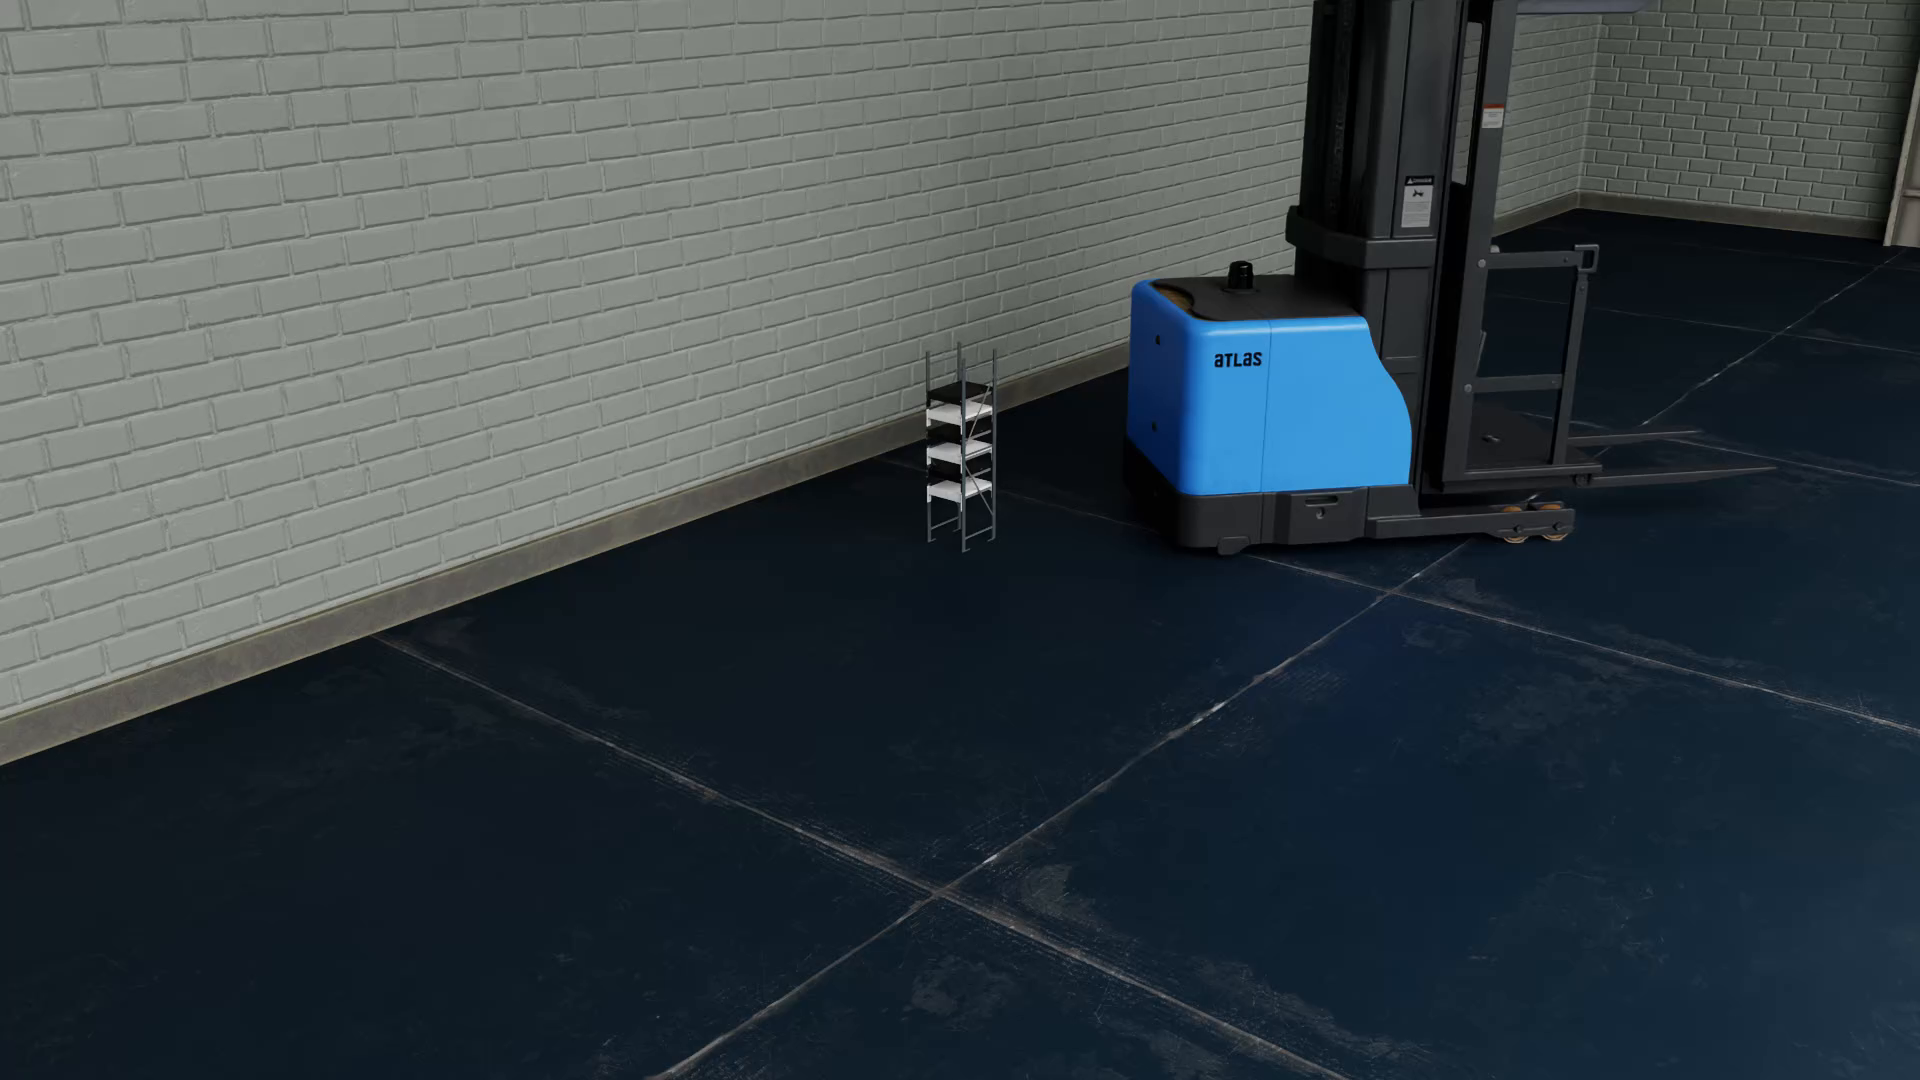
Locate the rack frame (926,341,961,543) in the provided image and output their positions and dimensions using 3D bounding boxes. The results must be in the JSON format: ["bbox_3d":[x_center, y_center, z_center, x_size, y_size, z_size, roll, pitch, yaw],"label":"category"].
[{"bbox_3d":[-0.072,-0.442,7.565,0.006,0.900,0.240,16,26,36],"label":"rack frame"}]

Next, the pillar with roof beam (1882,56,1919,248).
[{"bbox_3d":[5.552,-5.594,9.750,0.400,9.000,9.100,16,26,36],"label":"pillar with roof beam"}]

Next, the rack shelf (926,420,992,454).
[{"bbox_3d":[0.006,-0.472,7.485,0.200,0.077,0.258,16,26,36],"label":"rack shelf"}]

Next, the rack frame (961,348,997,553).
[{"bbox_3d":[0.085,-0.397,7.444,0.006,0.900,0.240,16,26,36],"label":"rack frame"}]

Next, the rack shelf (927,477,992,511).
[{"bbox_3d":[0.006,-0.220,7.580,0.200,0.077,0.258,16,26,36],"label":"rack shelf"}]

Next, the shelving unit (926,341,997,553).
[{"bbox_3d":[0.006,-0.419,7.505,0.210,0.900,0.258,16,26,36],"label":"shelving unit"}]

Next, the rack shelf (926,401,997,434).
[{"bbox_3d":[0.006,-0.556,7.453,0.200,0.077,0.258,16,26,36],"label":"rack shelf"}]

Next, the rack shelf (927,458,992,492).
[{"bbox_3d":[0.006,-0.304,7.548,0.200,0.077,0.258,16,26,36],"label":"rack shelf"}]

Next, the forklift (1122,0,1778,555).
[{"bbox_3d":[2.369,-1.536,7.587,3.031,2.935,1.130,-3,21,-9],"label":"forklift"}]

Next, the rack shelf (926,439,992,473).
[{"bbox_3d":[0.006,-0.388,7.516,0.200,0.077,0.258,16,26,36],"label":"rack shelf"}]

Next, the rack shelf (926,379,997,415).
[{"bbox_3d":[0.006,-0.641,7.421,0.200,0.077,0.258,16,26,36],"label":"rack shelf"}]
